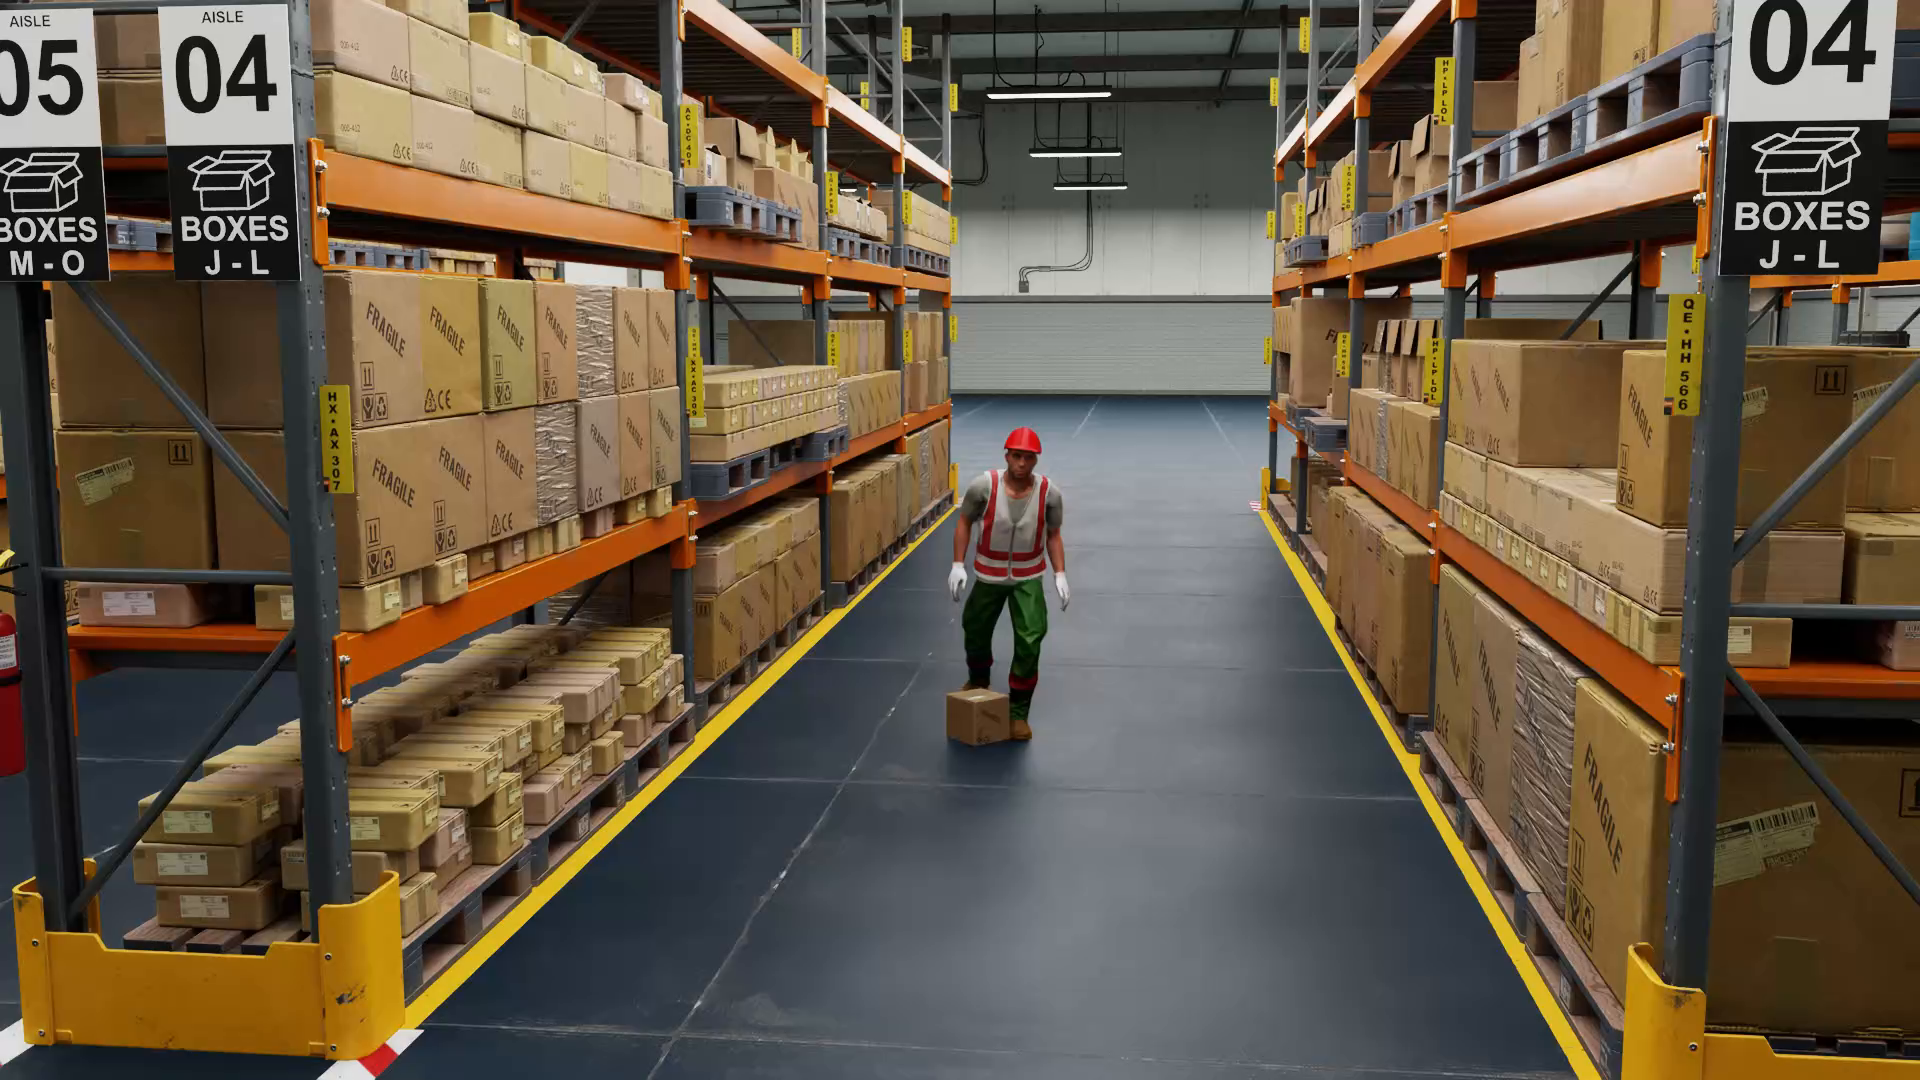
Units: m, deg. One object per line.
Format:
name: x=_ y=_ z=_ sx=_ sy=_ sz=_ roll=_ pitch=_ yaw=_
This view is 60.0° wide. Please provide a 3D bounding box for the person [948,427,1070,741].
person: x=0.273 y=0.203 z=9.371 sx=0.682 sy=1.718 sz=0.862 roll=0 pitch=7 yaw=0
